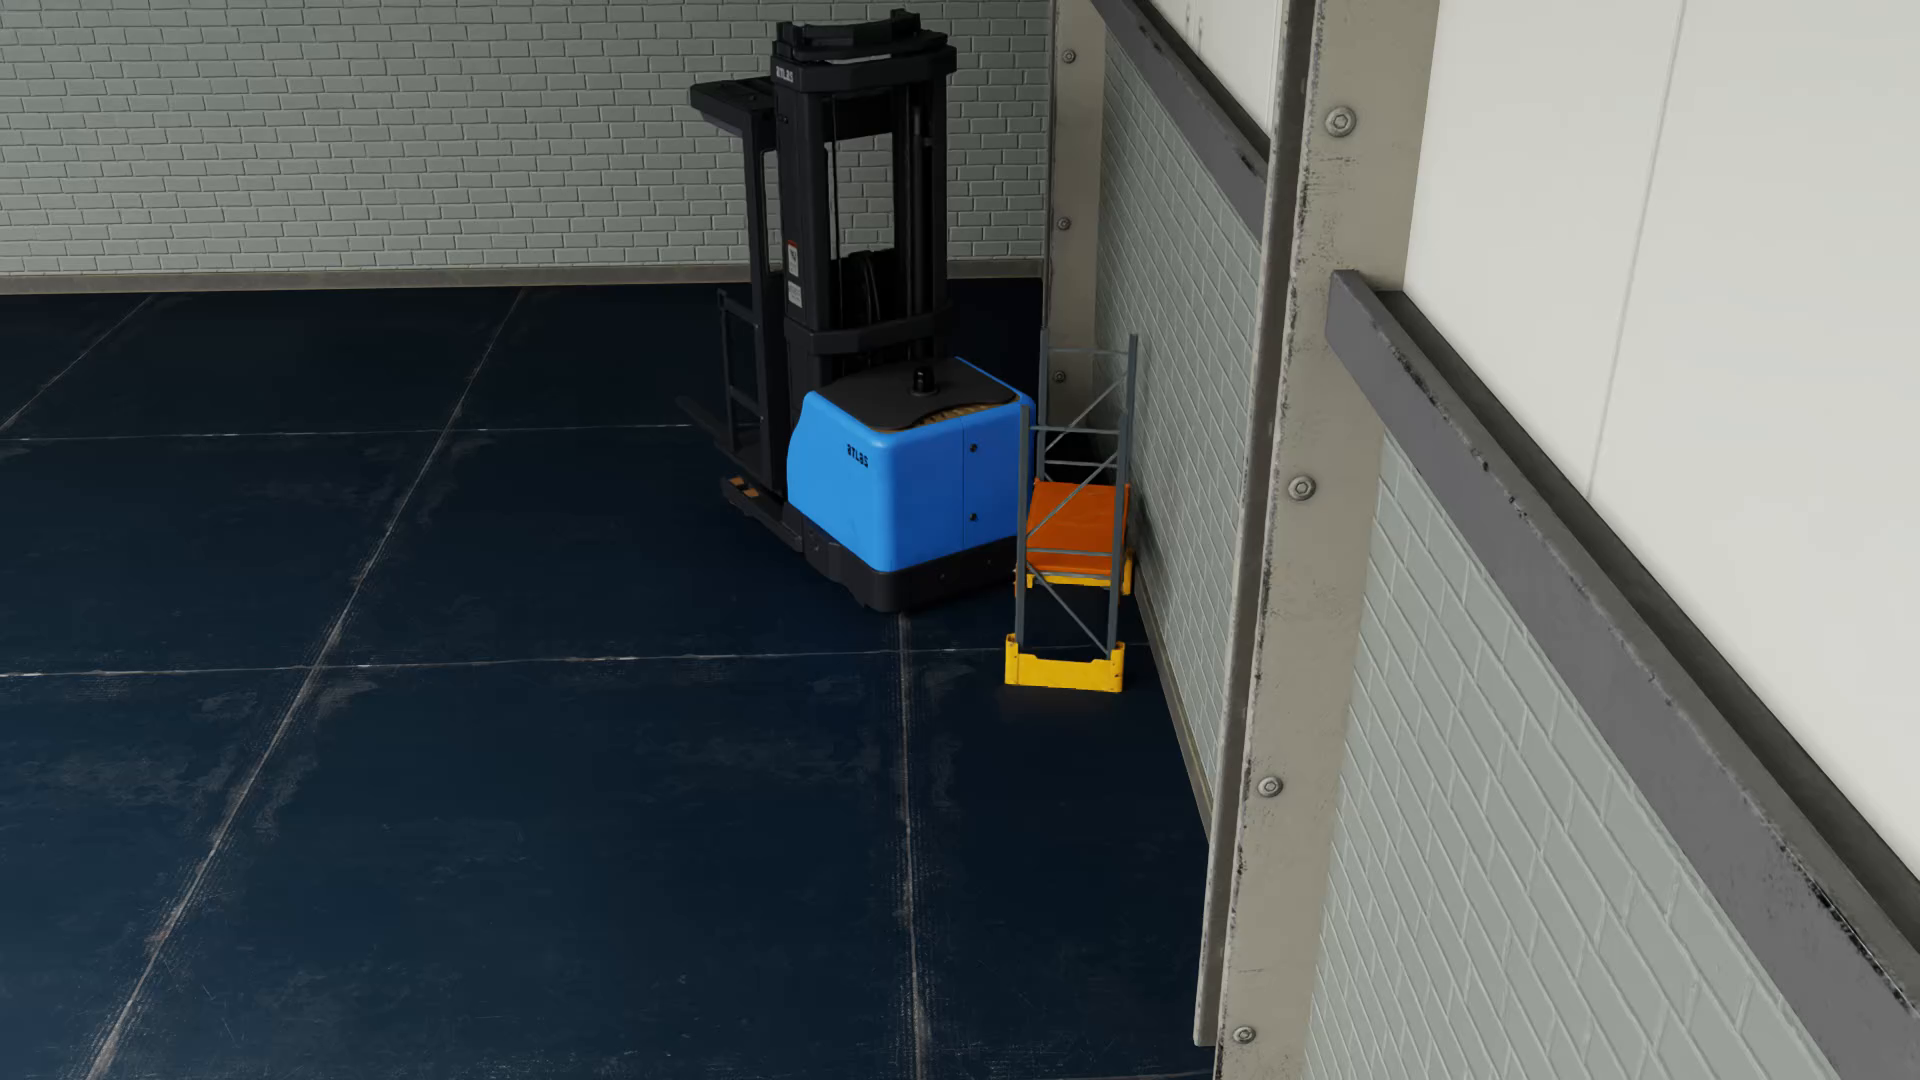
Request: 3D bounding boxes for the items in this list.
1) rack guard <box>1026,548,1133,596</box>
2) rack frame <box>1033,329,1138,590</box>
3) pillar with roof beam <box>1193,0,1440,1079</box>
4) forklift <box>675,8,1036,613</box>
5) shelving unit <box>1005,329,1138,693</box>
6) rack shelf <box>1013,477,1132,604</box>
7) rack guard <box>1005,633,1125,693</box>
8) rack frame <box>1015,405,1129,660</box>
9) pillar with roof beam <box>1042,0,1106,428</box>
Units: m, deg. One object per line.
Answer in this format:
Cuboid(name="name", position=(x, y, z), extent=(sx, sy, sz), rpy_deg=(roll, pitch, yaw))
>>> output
Cuboid(name="rack guard", position=(0.655, 0.158, 9.173), extent=(0.587, 0.250, 0.087), rpy_deg=(4, 28, 7))
Cuboid(name="rack frame", position=(0.661, -0.405, 8.901), extent=(0.500, 1.500, 0.032), rpy_deg=(4, 28, 7))
Cuboid(name="pillar with roof beam", position=(-3.266, -1.951, 3.759), extent=(9.100, 9.000, 0.400), rpy_deg=(-1, 28, -3))
Cuboid(name="forklift", position=(-0.800, -1.548, 9.549), extent=(1.130, 2.935, 3.031), rpy_deg=(-17, 32, -29))
Cuboid(name="shelving unit", position=(0.592, -0.168, 8.446), extent=(0.587, 1.500, 1.083), rpy_deg=(4, 28, 7))
Cuboid(name="rack shelf", position=(0.592, -0.012, 8.537), extent=(0.538, 0.185, 1.000), rpy_deg=(4, 28, 7))
Cuboid(name="rack guard", position=(0.522, 0.615, 8.298), extent=(0.587, 0.250, 0.087), rpy_deg=(4, 28, 7))
Cuboid(name="rack frame", position=(0.525, 0.061, 8.007), extent=(0.500, 1.500, 0.032), rpy_deg=(4, 28, 7))
Cuboid(name="pillar with roof beam", position=(-3.579, -4.722, 9.072), extent=(9.100, 9.000, 0.400), rpy_deg=(-1, 28, -3))
